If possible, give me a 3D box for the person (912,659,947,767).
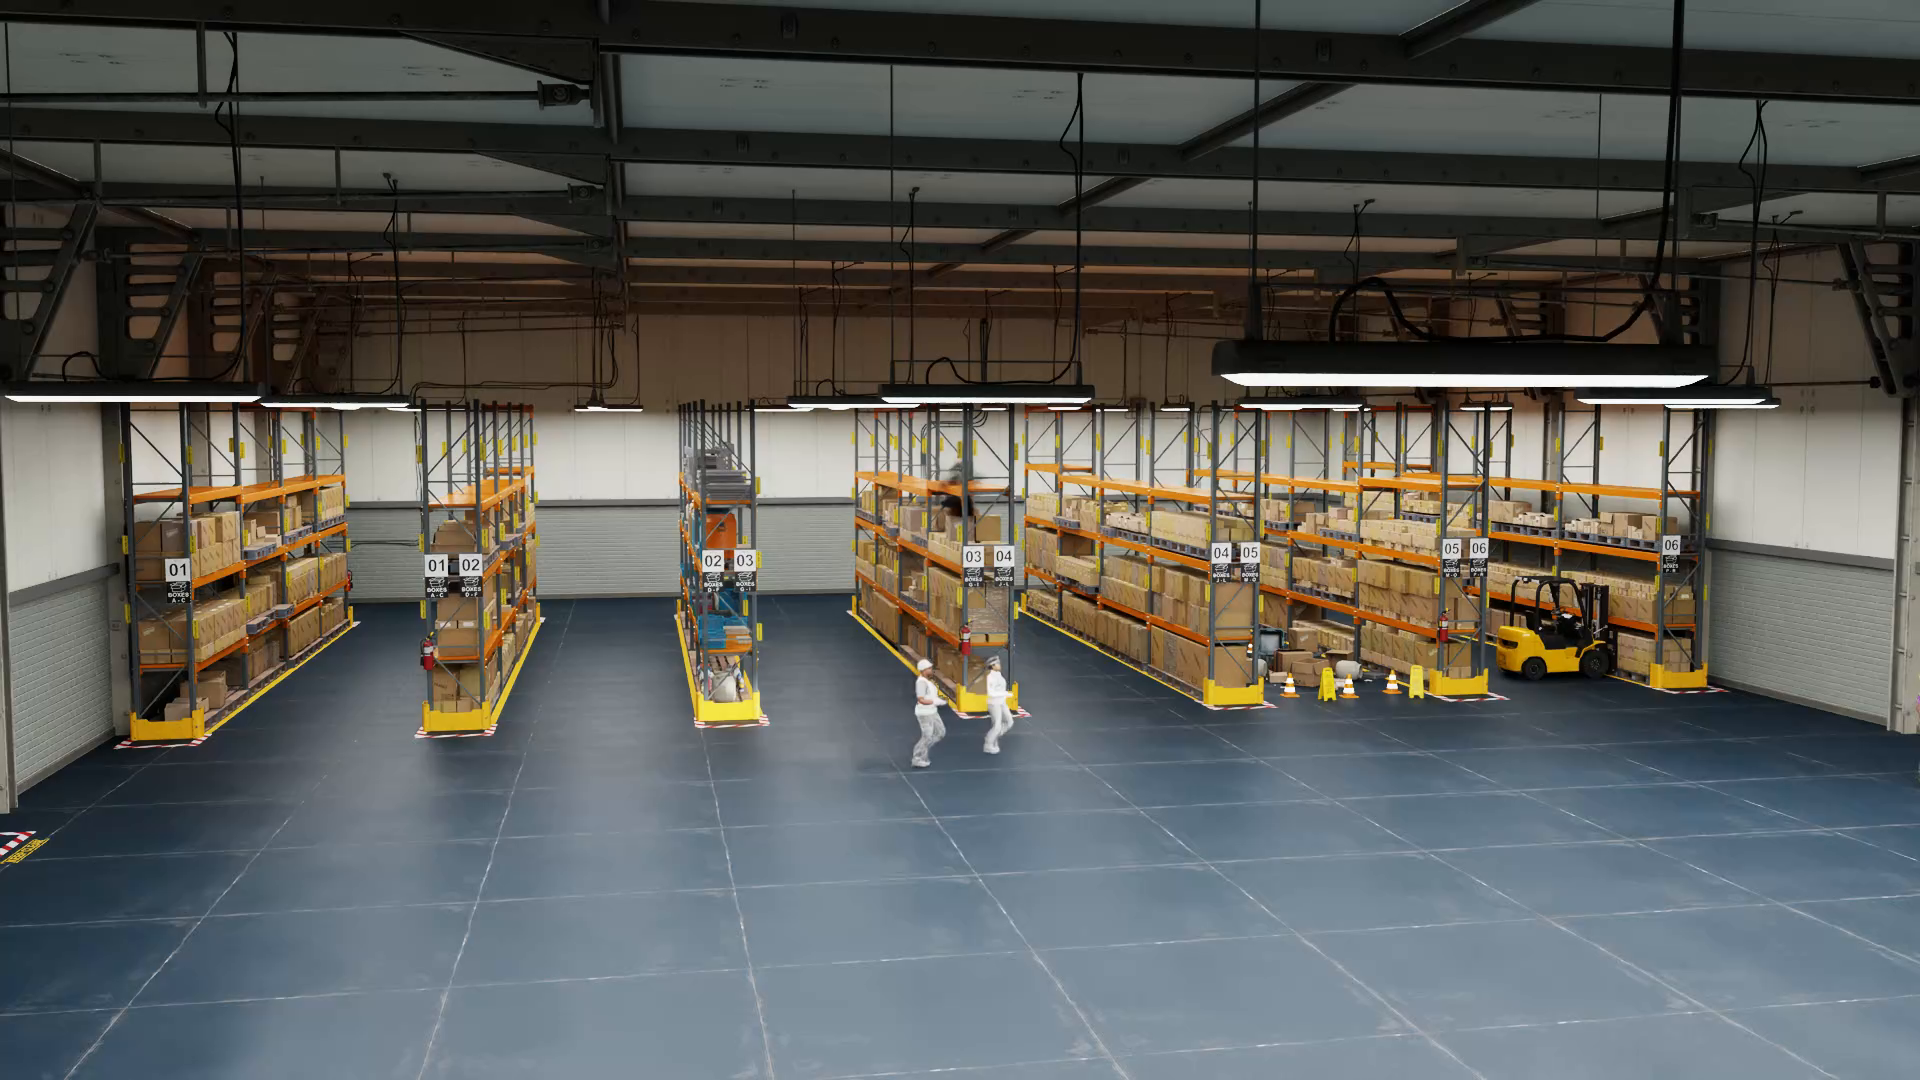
[{"bbox_3d":[-0.480,2.804,26.945,0.624,1.743,0.656,1,4,12],"label":"person"}]

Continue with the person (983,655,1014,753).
[{"bbox_3d":[0.672,2.766,28.031,0.570,1.662,0.600,2,5,21],"label":"person"}]

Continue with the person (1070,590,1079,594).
[{"bbox_3d":[3.483,1.263,49.310,0.675,1.480,0.506,-4,6,-45],"label":"person"}]
